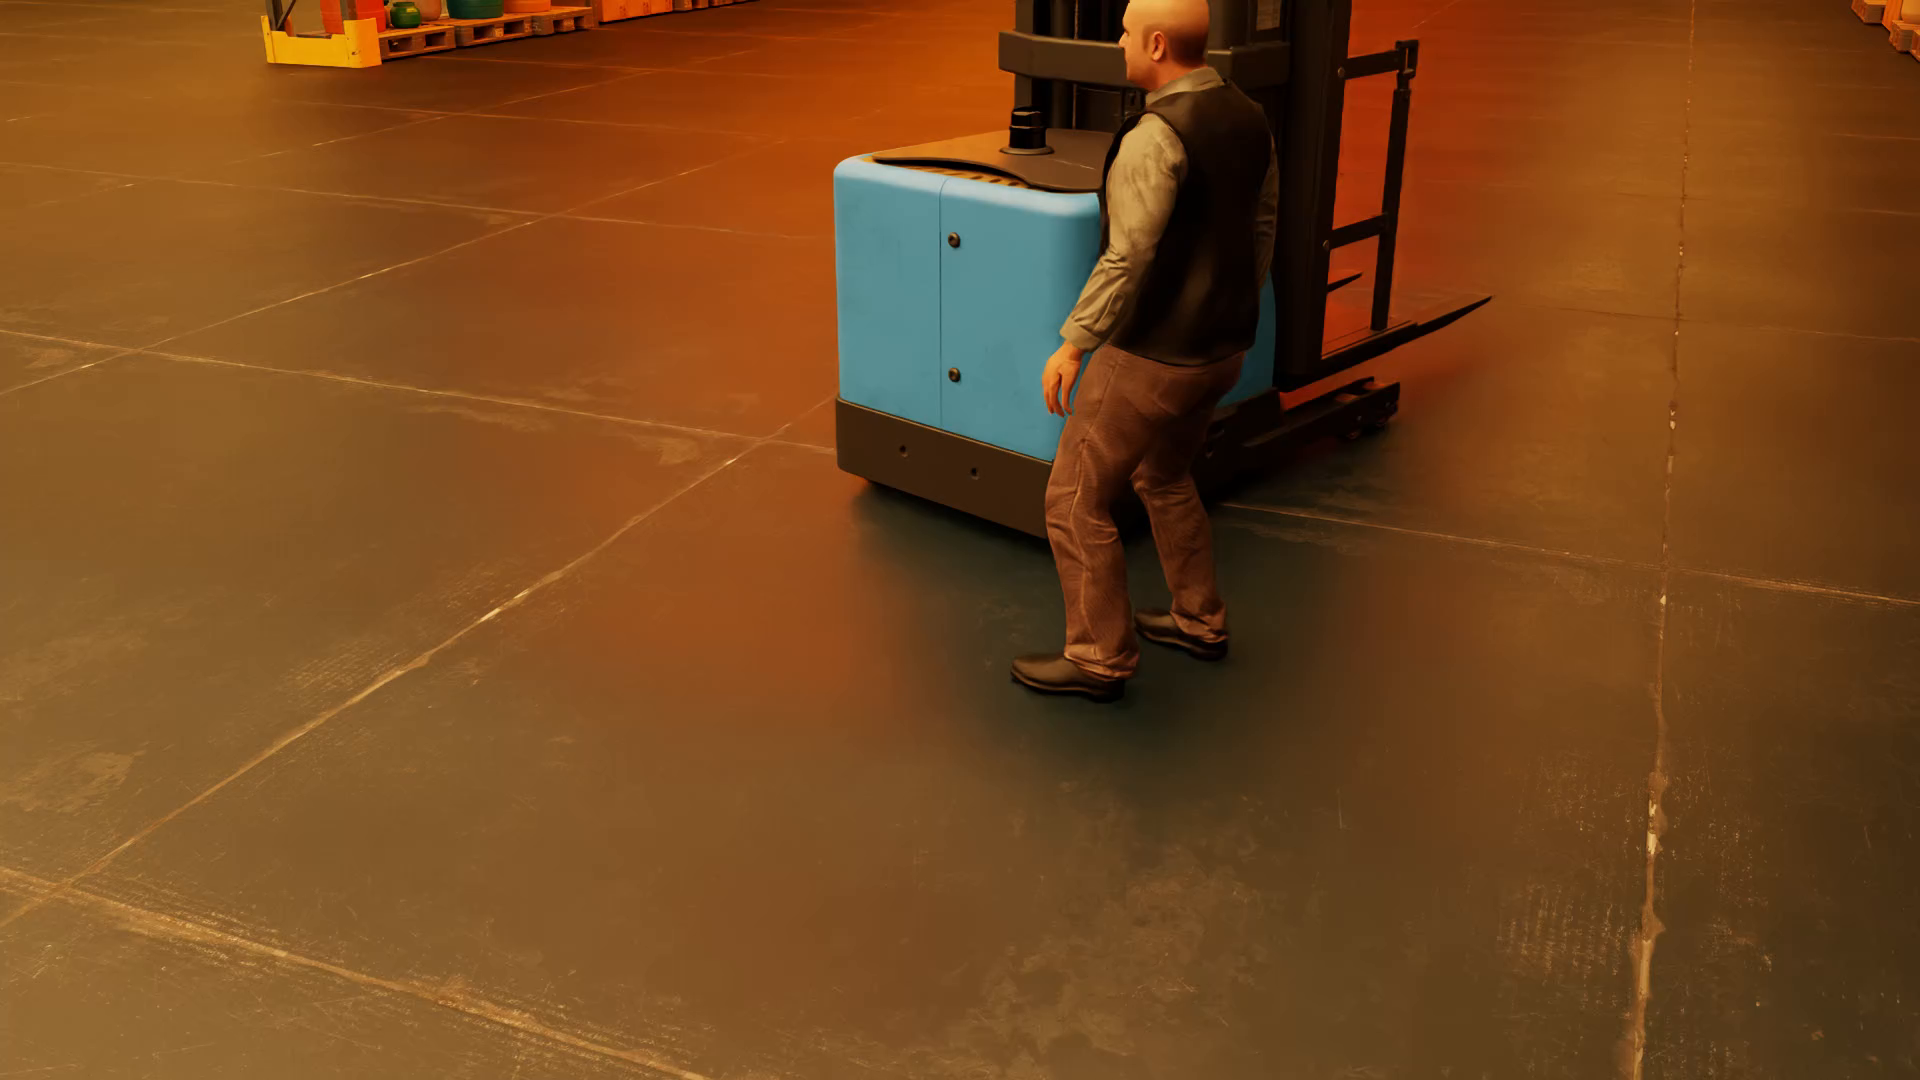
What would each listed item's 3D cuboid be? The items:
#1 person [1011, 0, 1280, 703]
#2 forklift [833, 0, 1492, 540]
[{"bbox_3d":[0.486,-0.471,4.034,0.408,1.694,0.769,17,28,35],"label":"person"},{"bbox_3d":[0.959,-1.829,5.669,1.130,2.935,3.031,19,30,39],"label":"forklift"}]
